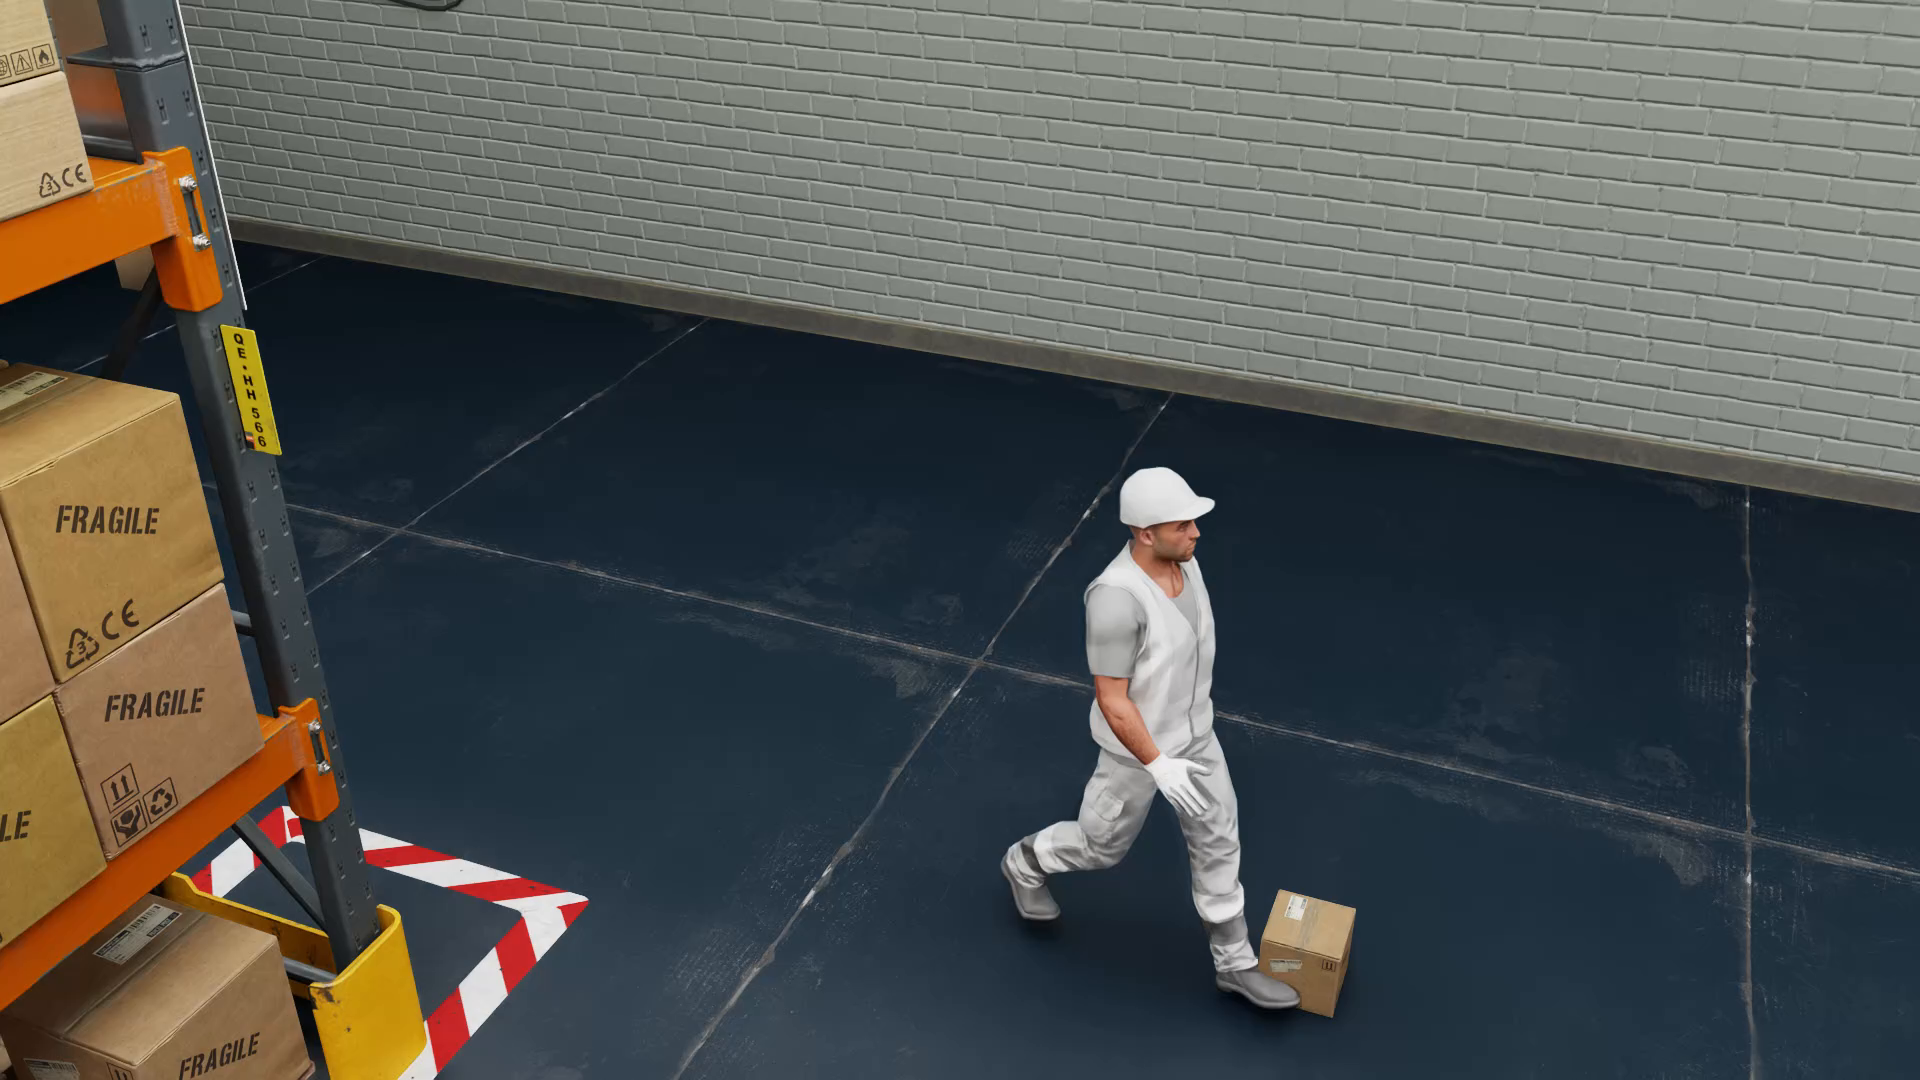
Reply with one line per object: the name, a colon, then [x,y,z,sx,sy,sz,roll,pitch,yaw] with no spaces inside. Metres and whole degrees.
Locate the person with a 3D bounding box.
person: [0.621,0.605,5.071,1.062,1.749,0.559,26,38,38]
